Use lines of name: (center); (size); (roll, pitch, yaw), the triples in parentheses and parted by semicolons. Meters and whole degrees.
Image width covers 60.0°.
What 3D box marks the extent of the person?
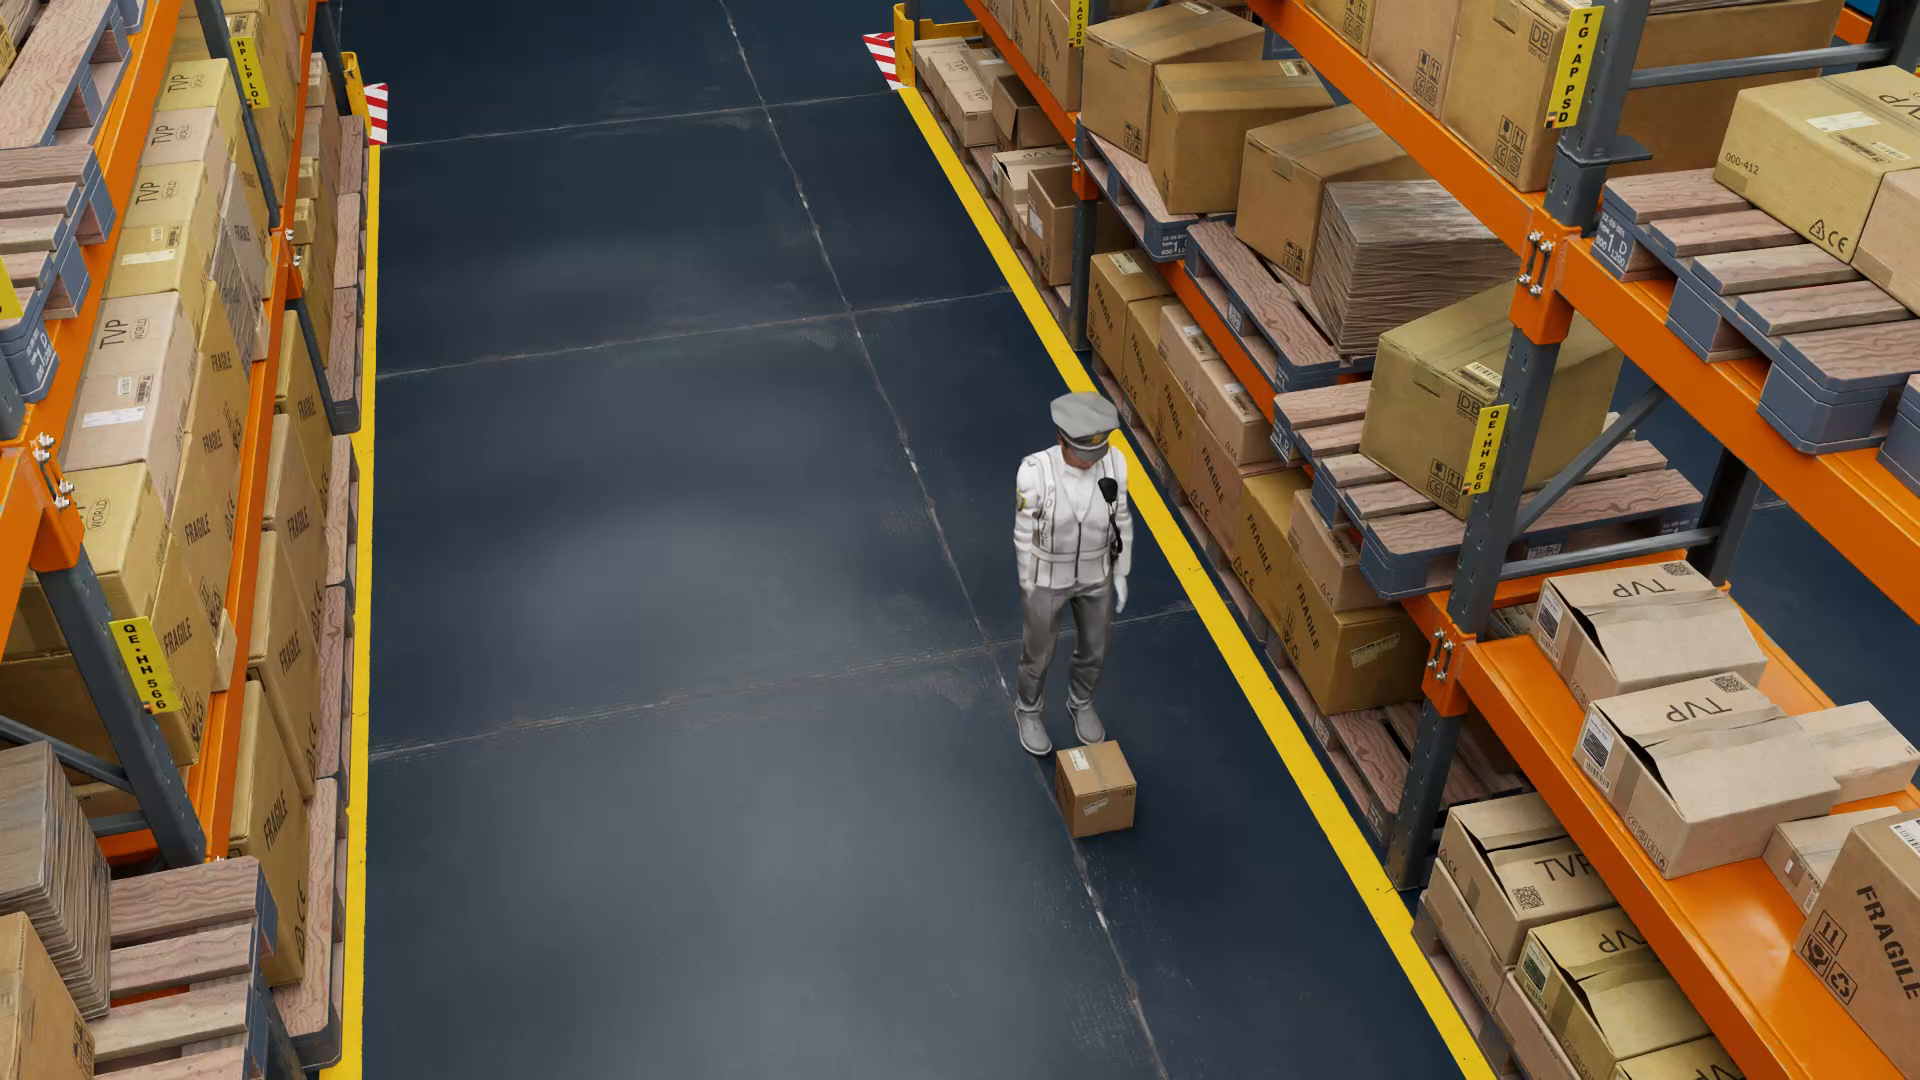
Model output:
person: (0.442, 0.146, 6.538); (0.475, 1.661, 0.327); (-9, 39, -11)
